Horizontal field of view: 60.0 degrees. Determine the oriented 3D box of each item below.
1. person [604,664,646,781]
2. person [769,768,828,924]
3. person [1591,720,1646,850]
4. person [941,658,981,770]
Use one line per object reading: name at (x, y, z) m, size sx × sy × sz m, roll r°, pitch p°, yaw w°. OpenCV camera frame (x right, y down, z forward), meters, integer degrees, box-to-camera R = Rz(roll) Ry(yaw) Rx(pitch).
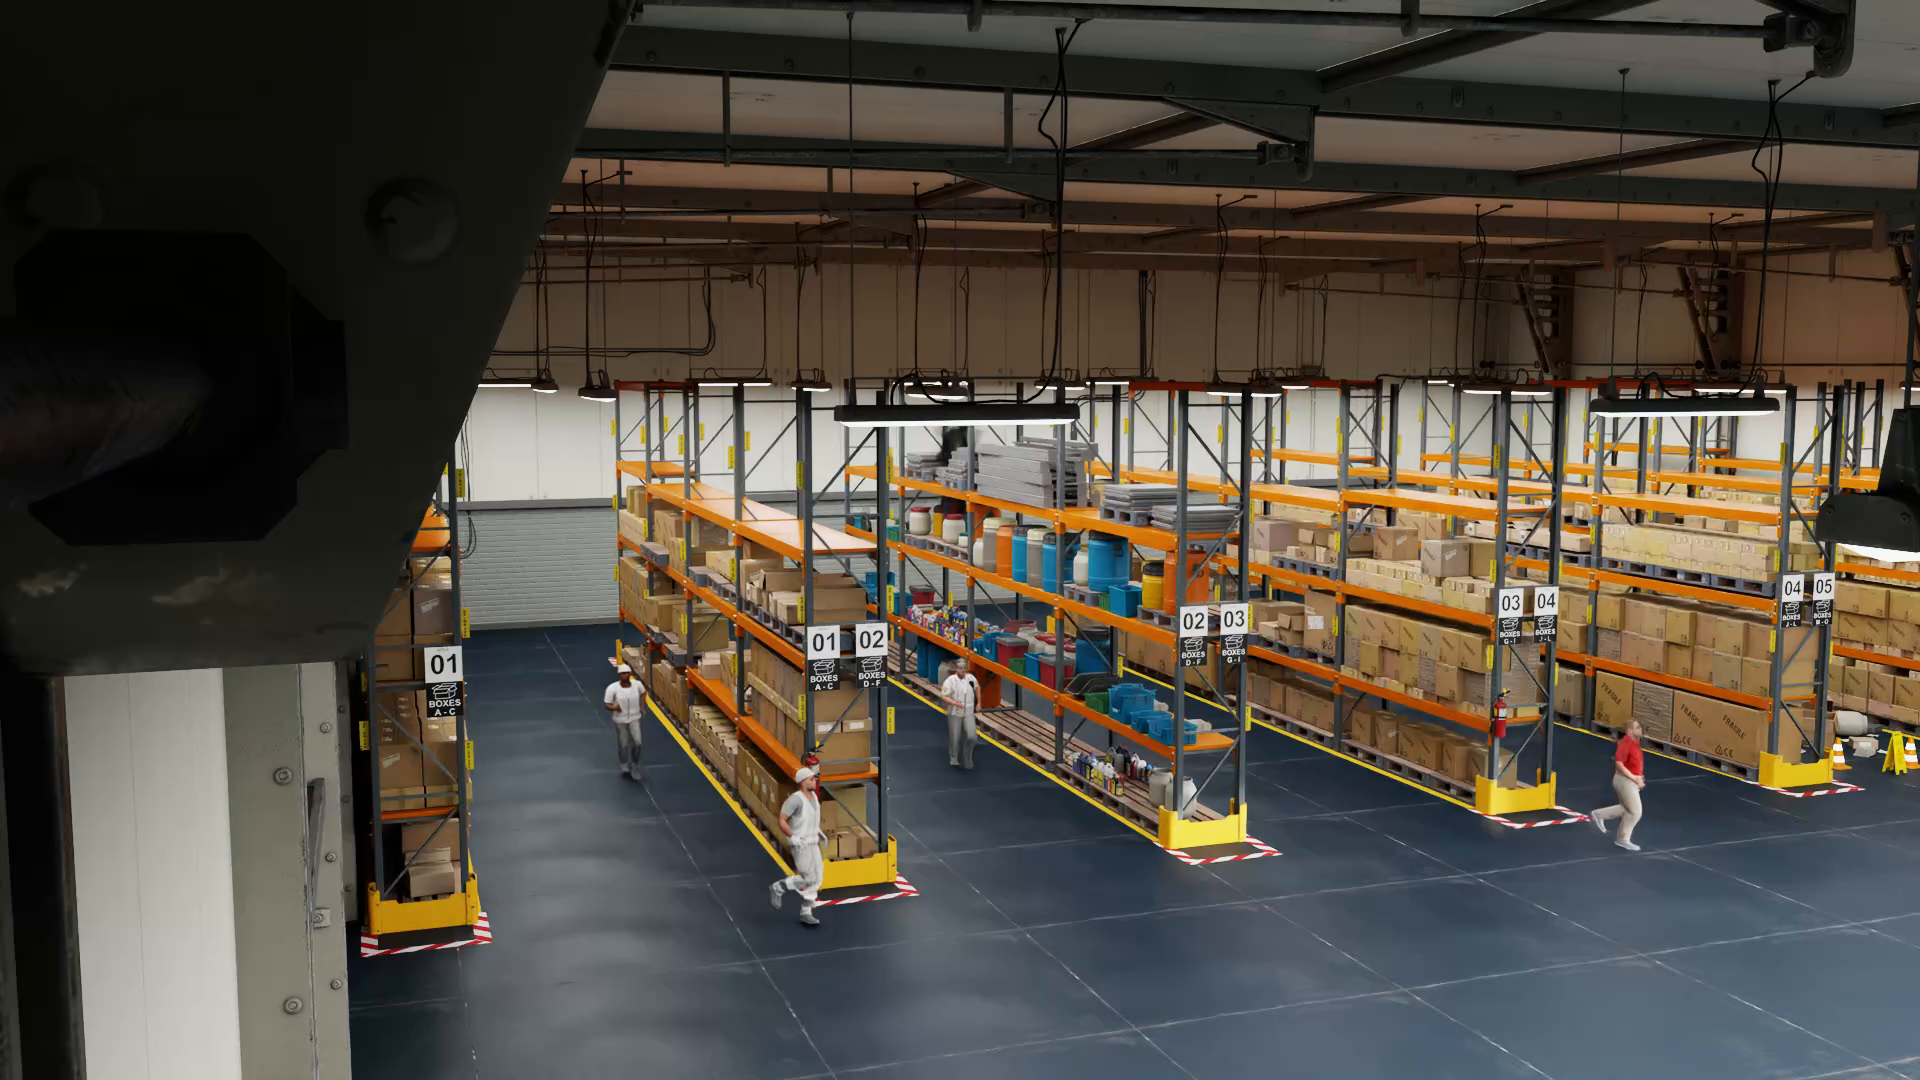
person at (-5.083, 2.783, 25.387) m, size 0.671 × 1.806 × 0.738 m, roll -2°, pitch 6°, yaw -19°
person at (-1.781, 3.466, 19.047) m, size 0.686 × 1.715 × 0.703 m, roll 3°, pitch 7°, yaw 27°
person at (8.679, 3.192, 21.890) m, size 0.676 × 1.715 × 0.675 m, roll 3°, pitch 7°, yaw 27°
person at (0.046, 2.730, 25.947) m, size 0.693 × 1.813 × 0.702 m, roll -2°, pitch 6°, yaw -17°
